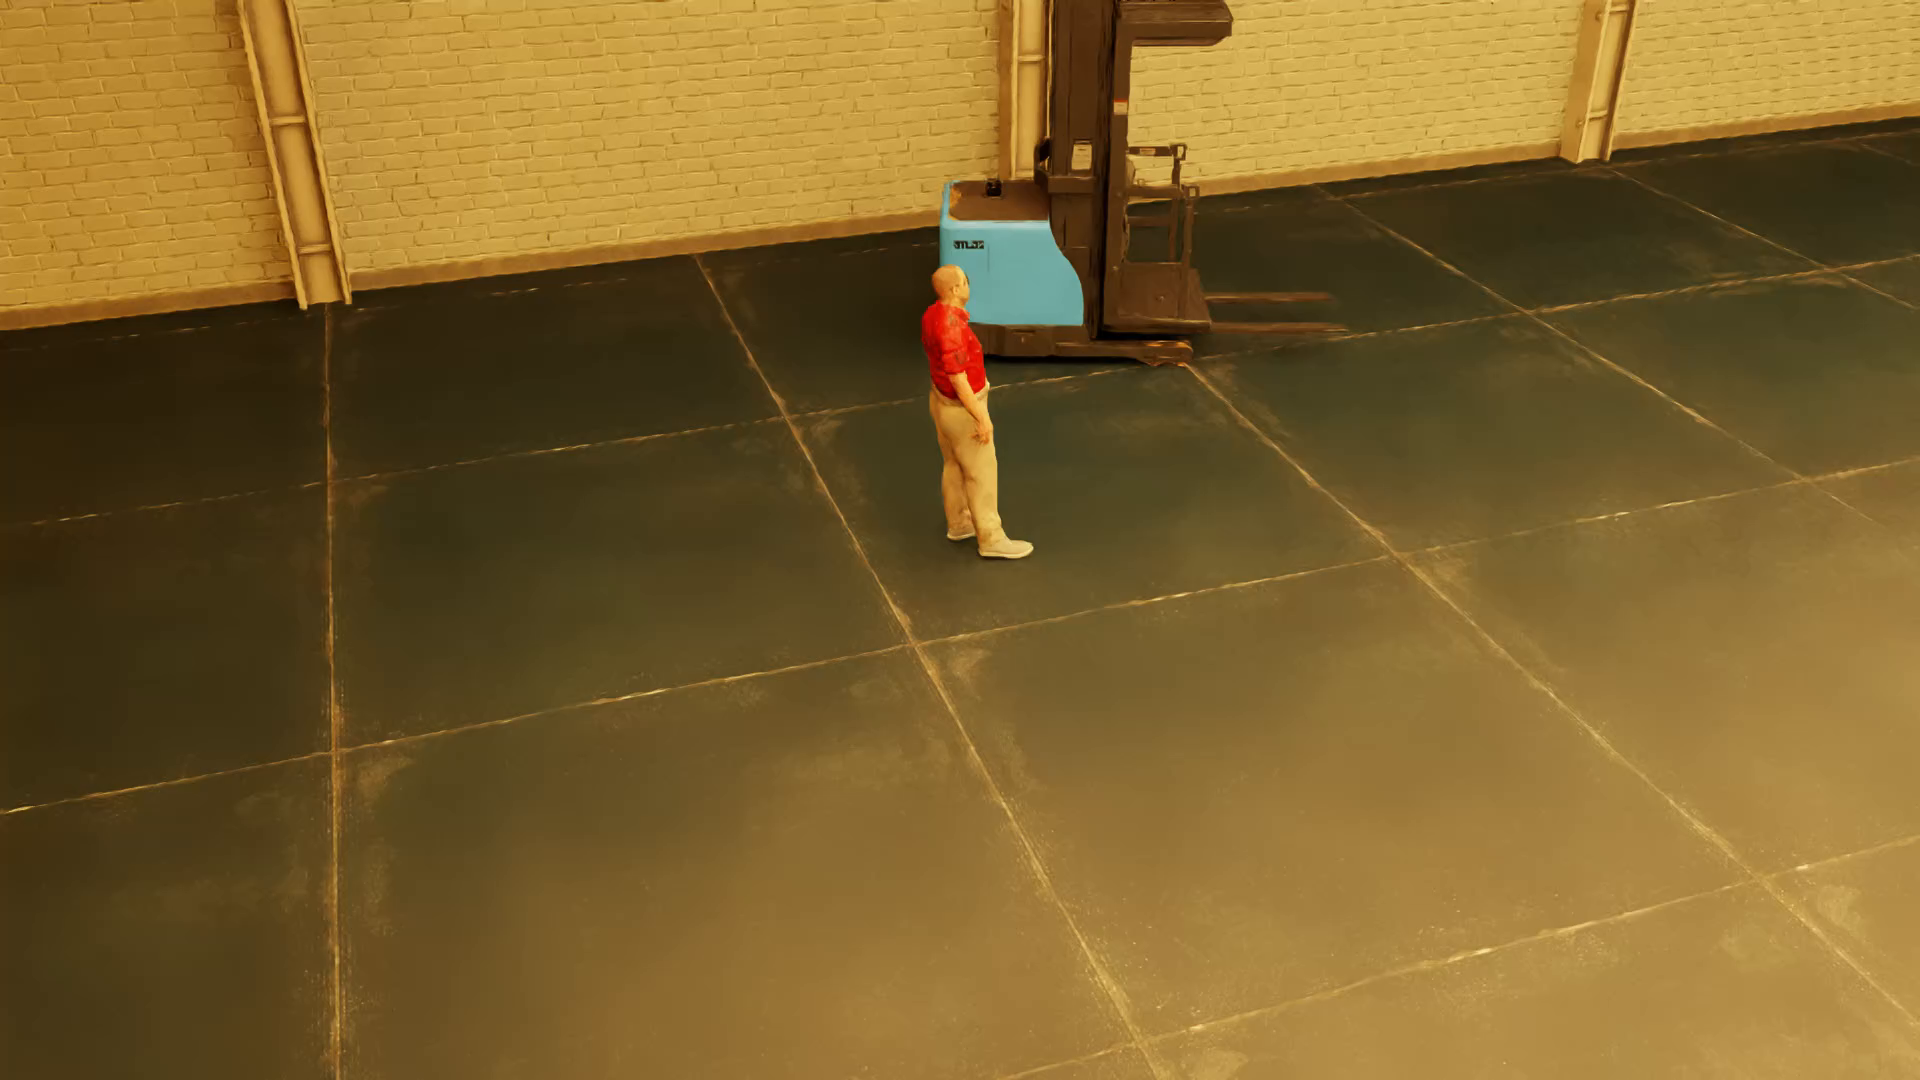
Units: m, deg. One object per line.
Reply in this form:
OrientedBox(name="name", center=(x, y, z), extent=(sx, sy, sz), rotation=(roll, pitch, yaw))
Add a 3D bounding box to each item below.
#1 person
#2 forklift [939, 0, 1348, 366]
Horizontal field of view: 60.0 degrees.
OrientedBox(name="person", center=(0.089, -0.764, 9.606), extent=(0.550, 1.726, 0.640), rotation=(-10, 31, -16))
OrientedBox(name="forklift", center=(1.361, -2.823, 11.994), extent=(3.031, 2.935, 1.130), rotation=(1, 30, 1))
